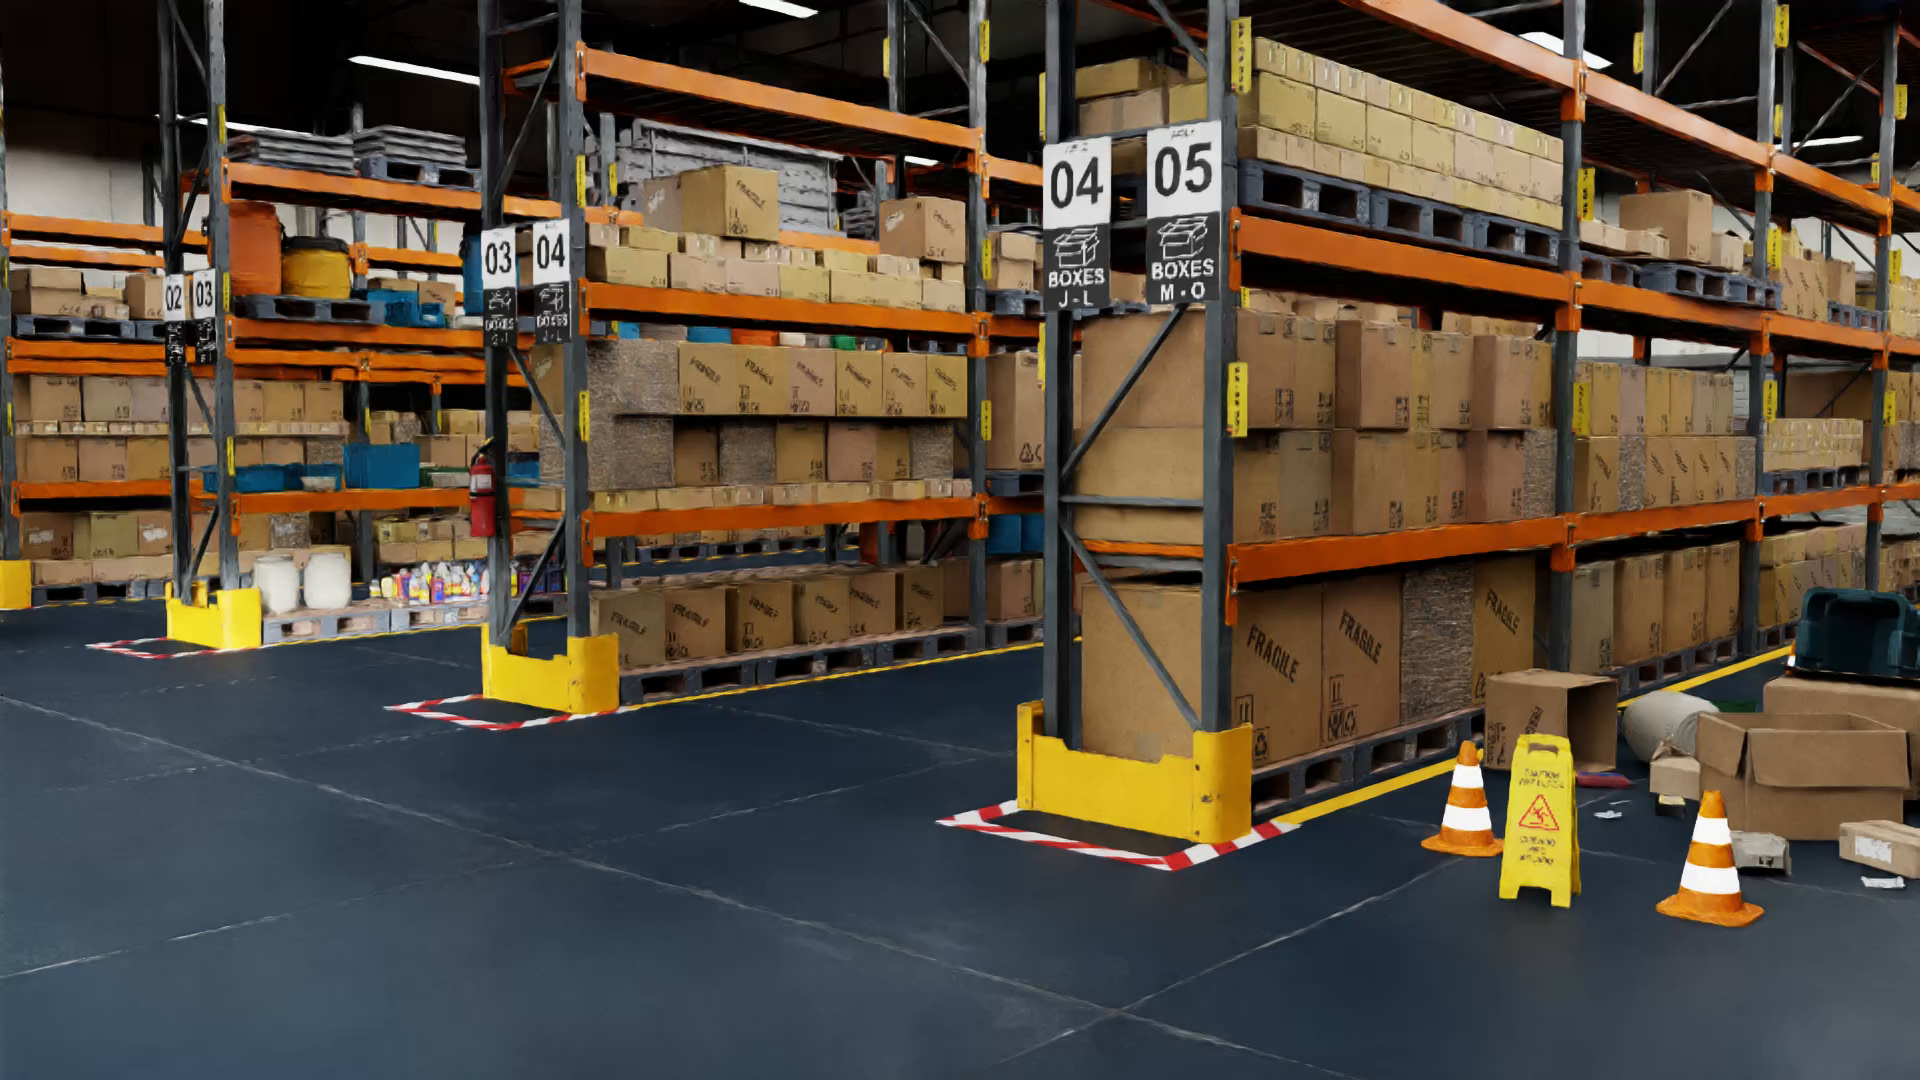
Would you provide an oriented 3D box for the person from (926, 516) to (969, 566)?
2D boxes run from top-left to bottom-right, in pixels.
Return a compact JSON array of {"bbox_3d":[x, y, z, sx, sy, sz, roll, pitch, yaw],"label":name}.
[{"bbox_3d":[-0.043,-0.093,16.541,0.589,1.559,0.427,-2,4,-28],"label":"person"}]
